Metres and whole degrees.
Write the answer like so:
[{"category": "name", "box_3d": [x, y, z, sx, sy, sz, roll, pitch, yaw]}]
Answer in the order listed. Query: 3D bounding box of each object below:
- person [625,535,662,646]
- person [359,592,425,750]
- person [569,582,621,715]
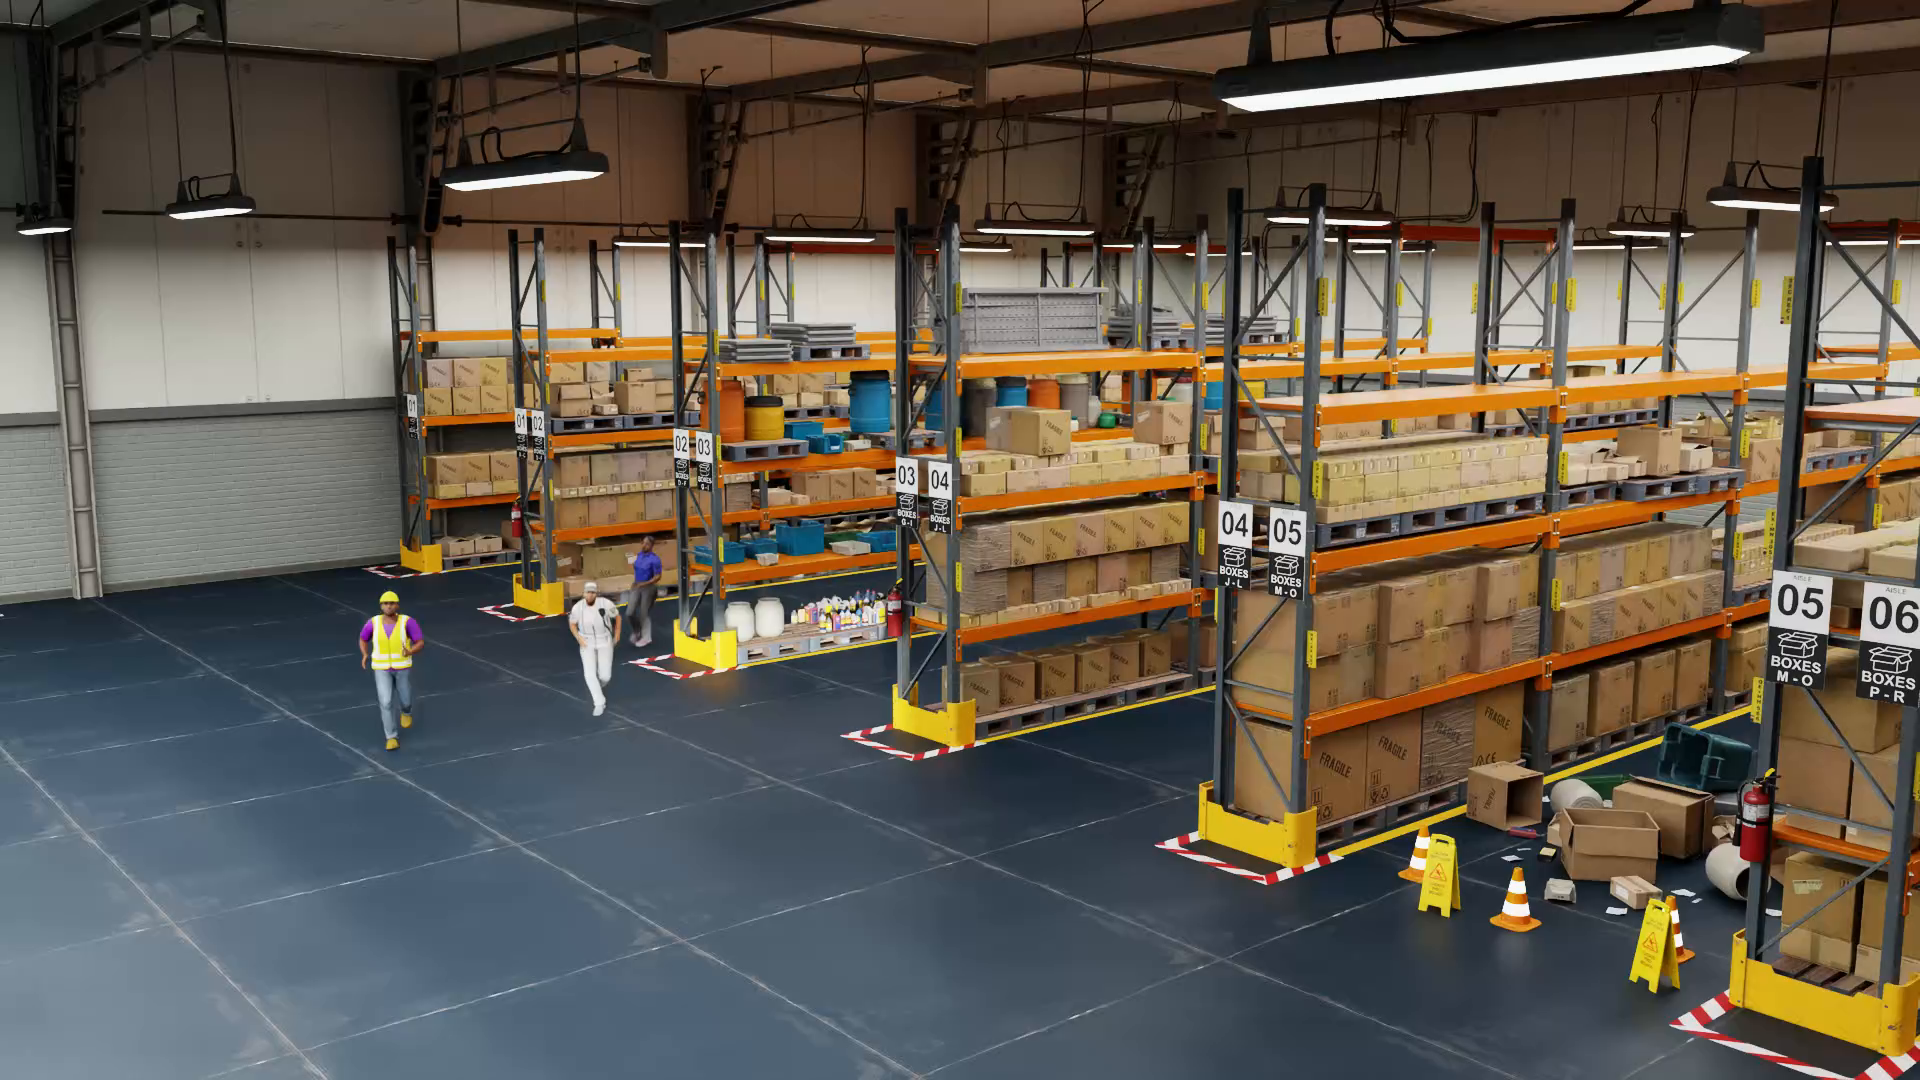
[{"category": "person", "box_3d": [-4.522, 0.733, 23.746, 0.608, 1.616, 0.551, 4, 10, 24]}, {"category": "person", "box_3d": [-6.405, 1.440, 18.763, 0.714, 1.738, 0.856, -2, 9, -15]}, {"category": "person", "box_3d": [-4.447, 1.287, 20.317, 0.629, 1.641, 0.707, -2, 9, -10]}]
